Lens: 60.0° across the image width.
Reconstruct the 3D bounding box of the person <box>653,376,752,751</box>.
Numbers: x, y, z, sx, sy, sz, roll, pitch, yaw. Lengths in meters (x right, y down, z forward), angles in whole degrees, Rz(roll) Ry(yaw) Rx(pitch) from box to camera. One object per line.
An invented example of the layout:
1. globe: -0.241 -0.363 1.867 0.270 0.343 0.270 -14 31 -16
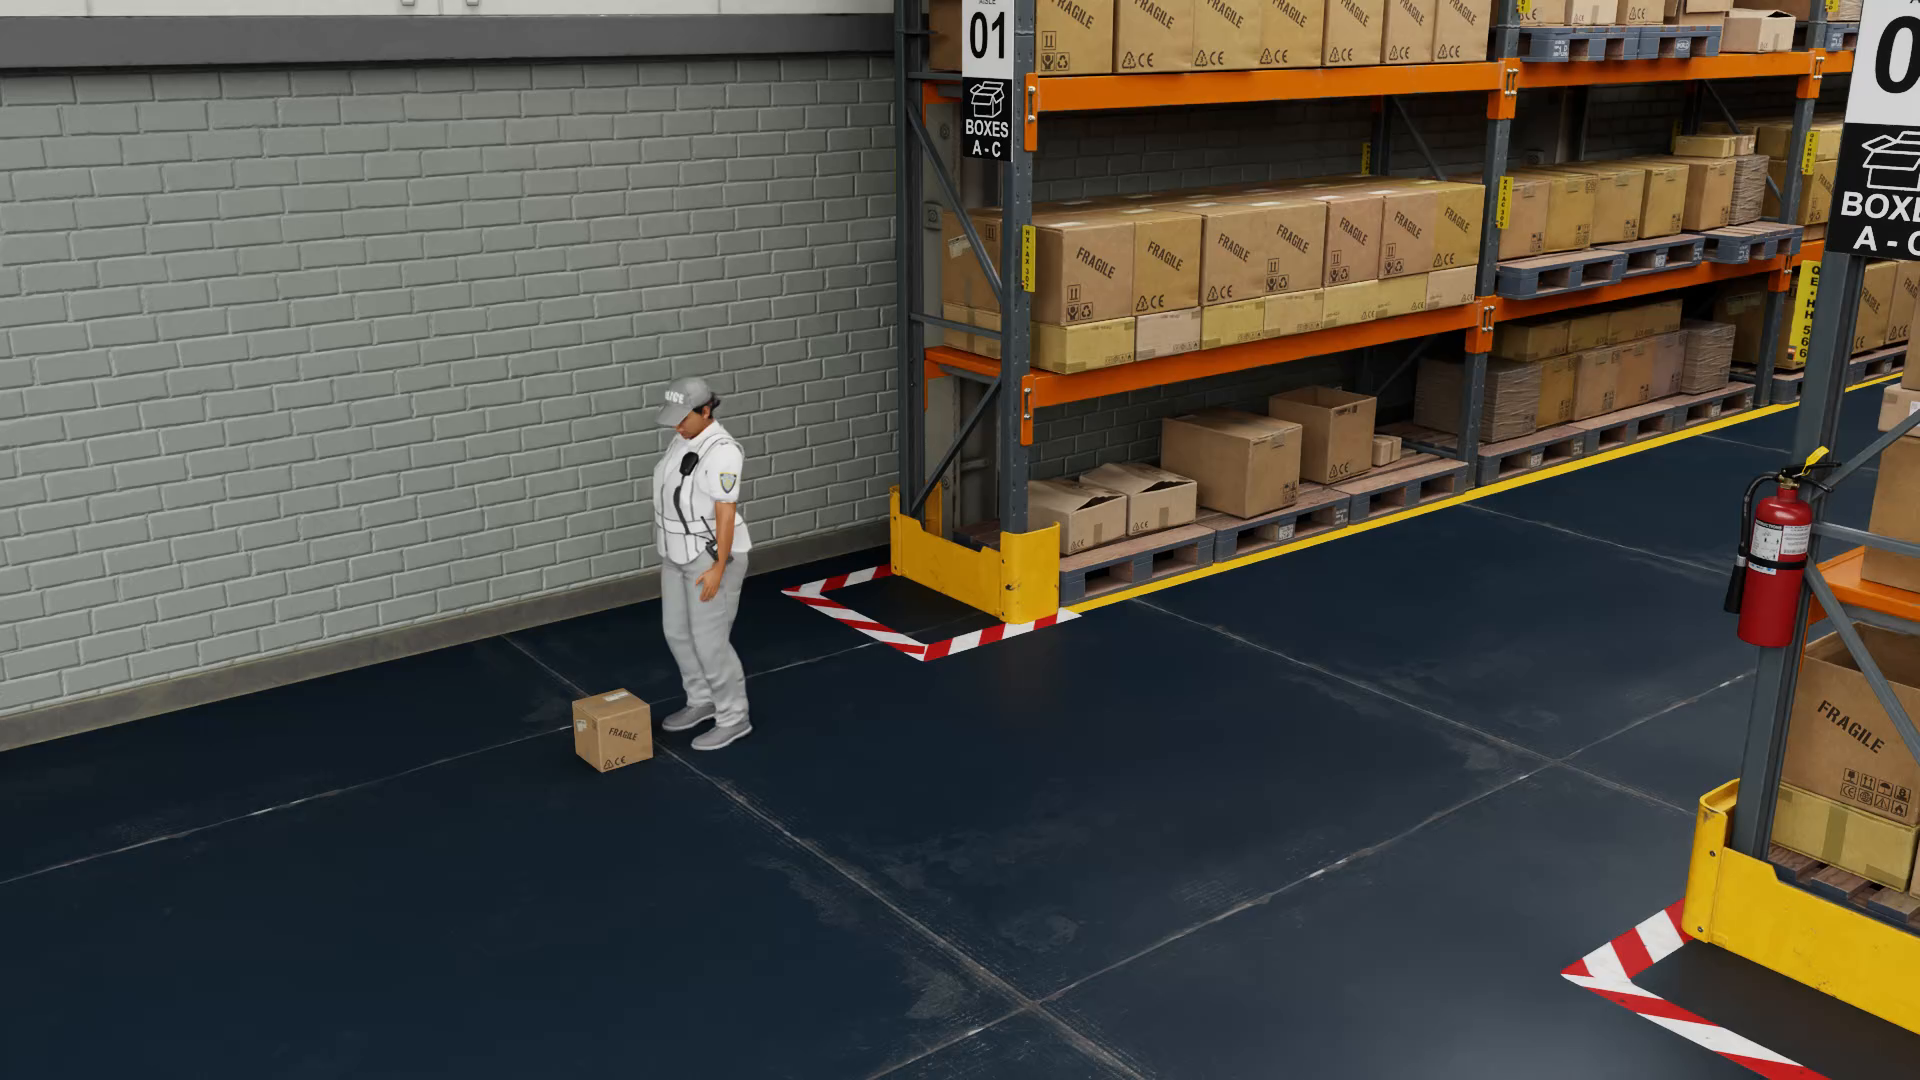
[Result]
1. person: -1.128 0.092 7.299 0.394 1.653 0.476 -13 22 -35
